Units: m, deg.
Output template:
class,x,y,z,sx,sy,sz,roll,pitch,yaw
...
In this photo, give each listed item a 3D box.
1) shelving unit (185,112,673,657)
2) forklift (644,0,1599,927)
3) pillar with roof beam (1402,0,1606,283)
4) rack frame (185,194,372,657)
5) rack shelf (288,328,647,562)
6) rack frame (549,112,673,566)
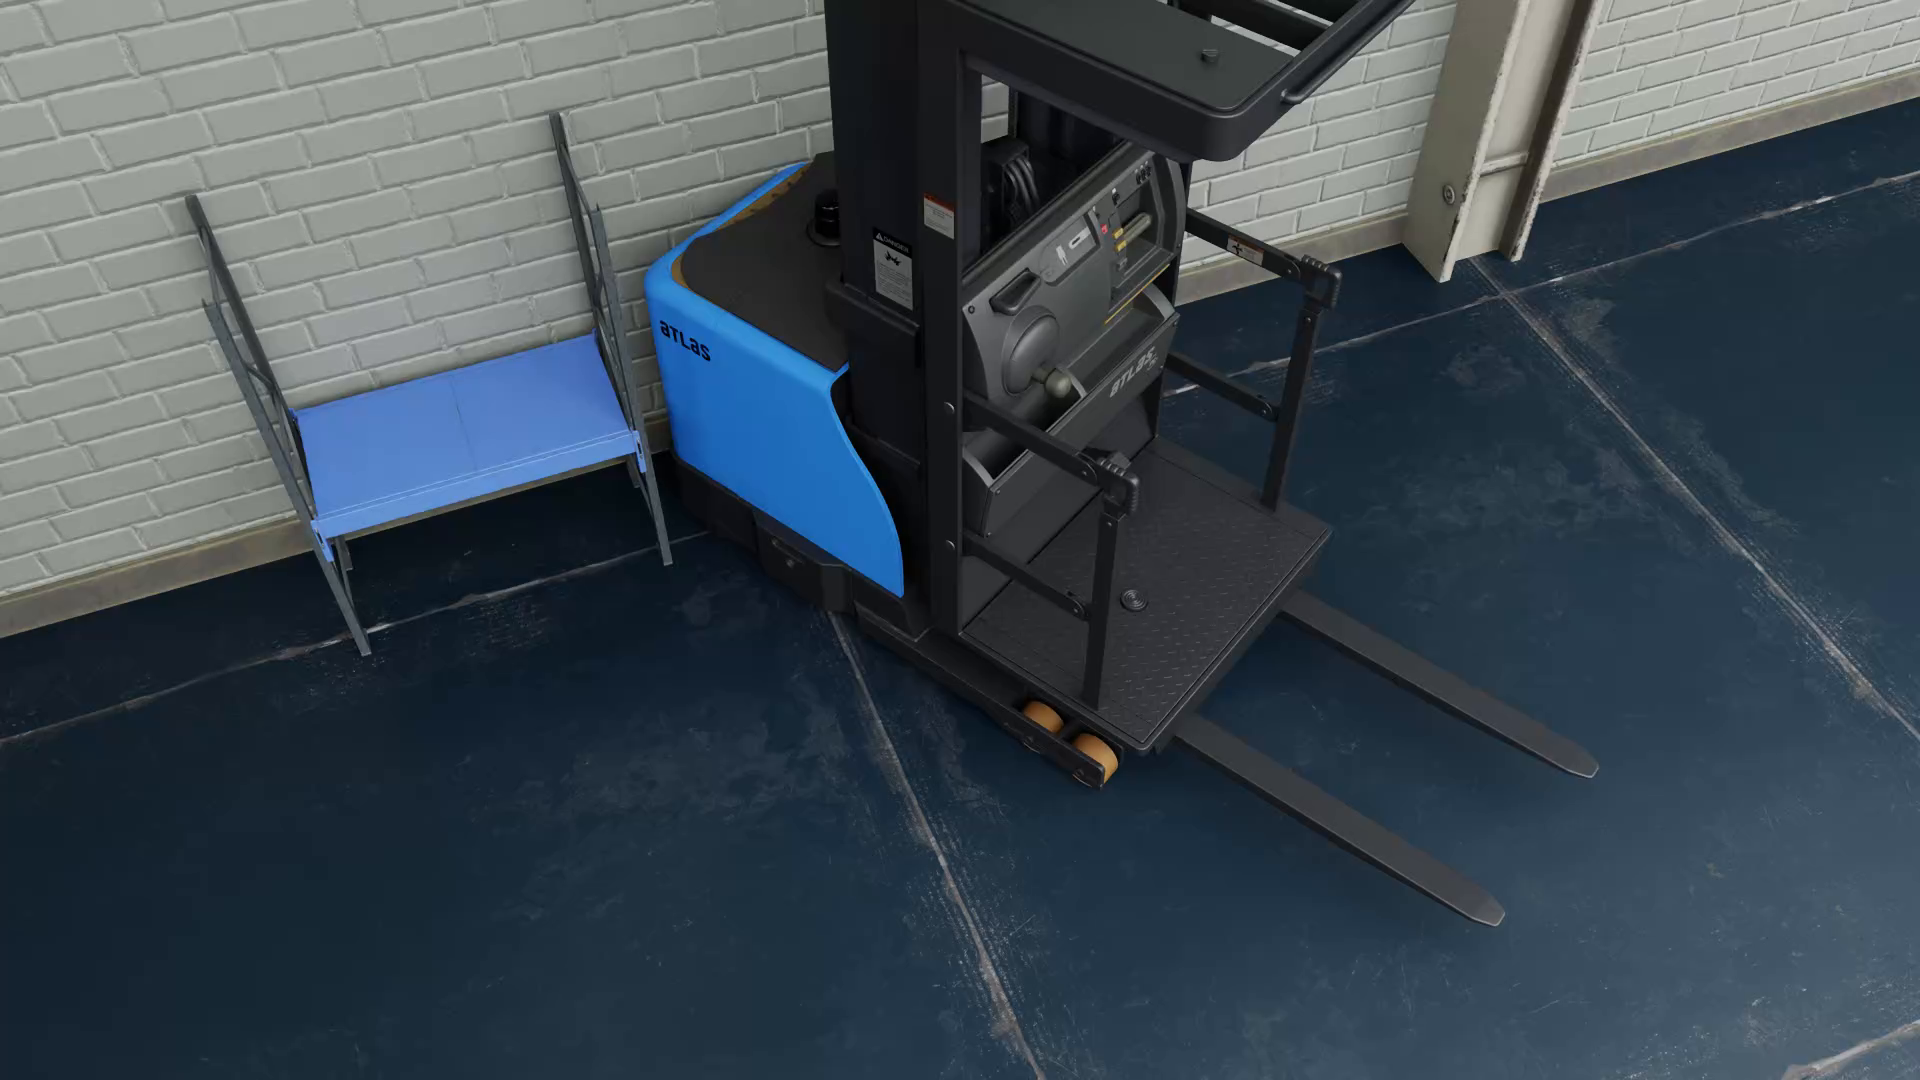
class,x,y,z,sx,sy,sz,roll,pitch,yaw
shelving unit,-1.559,-0.433,5.133,1.048,1.500,0.538,-17,52,-14
forklift,0.488,-0.662,4.386,3.031,2.935,1.130,31,56,24
pillar with roof beam,3.662,-1.098,0.762,0.400,9.000,9.100,-17,52,-14
rack frame,-2.030,-0.287,5.008,0.032,1.500,0.500,-17,52,-14
rack shelf,-1.559,-0.316,5.270,1.000,0.185,0.538,-17,52,-14
rack frame,-1.089,-0.579,5.258,0.032,1.500,0.500,-17,52,-14
